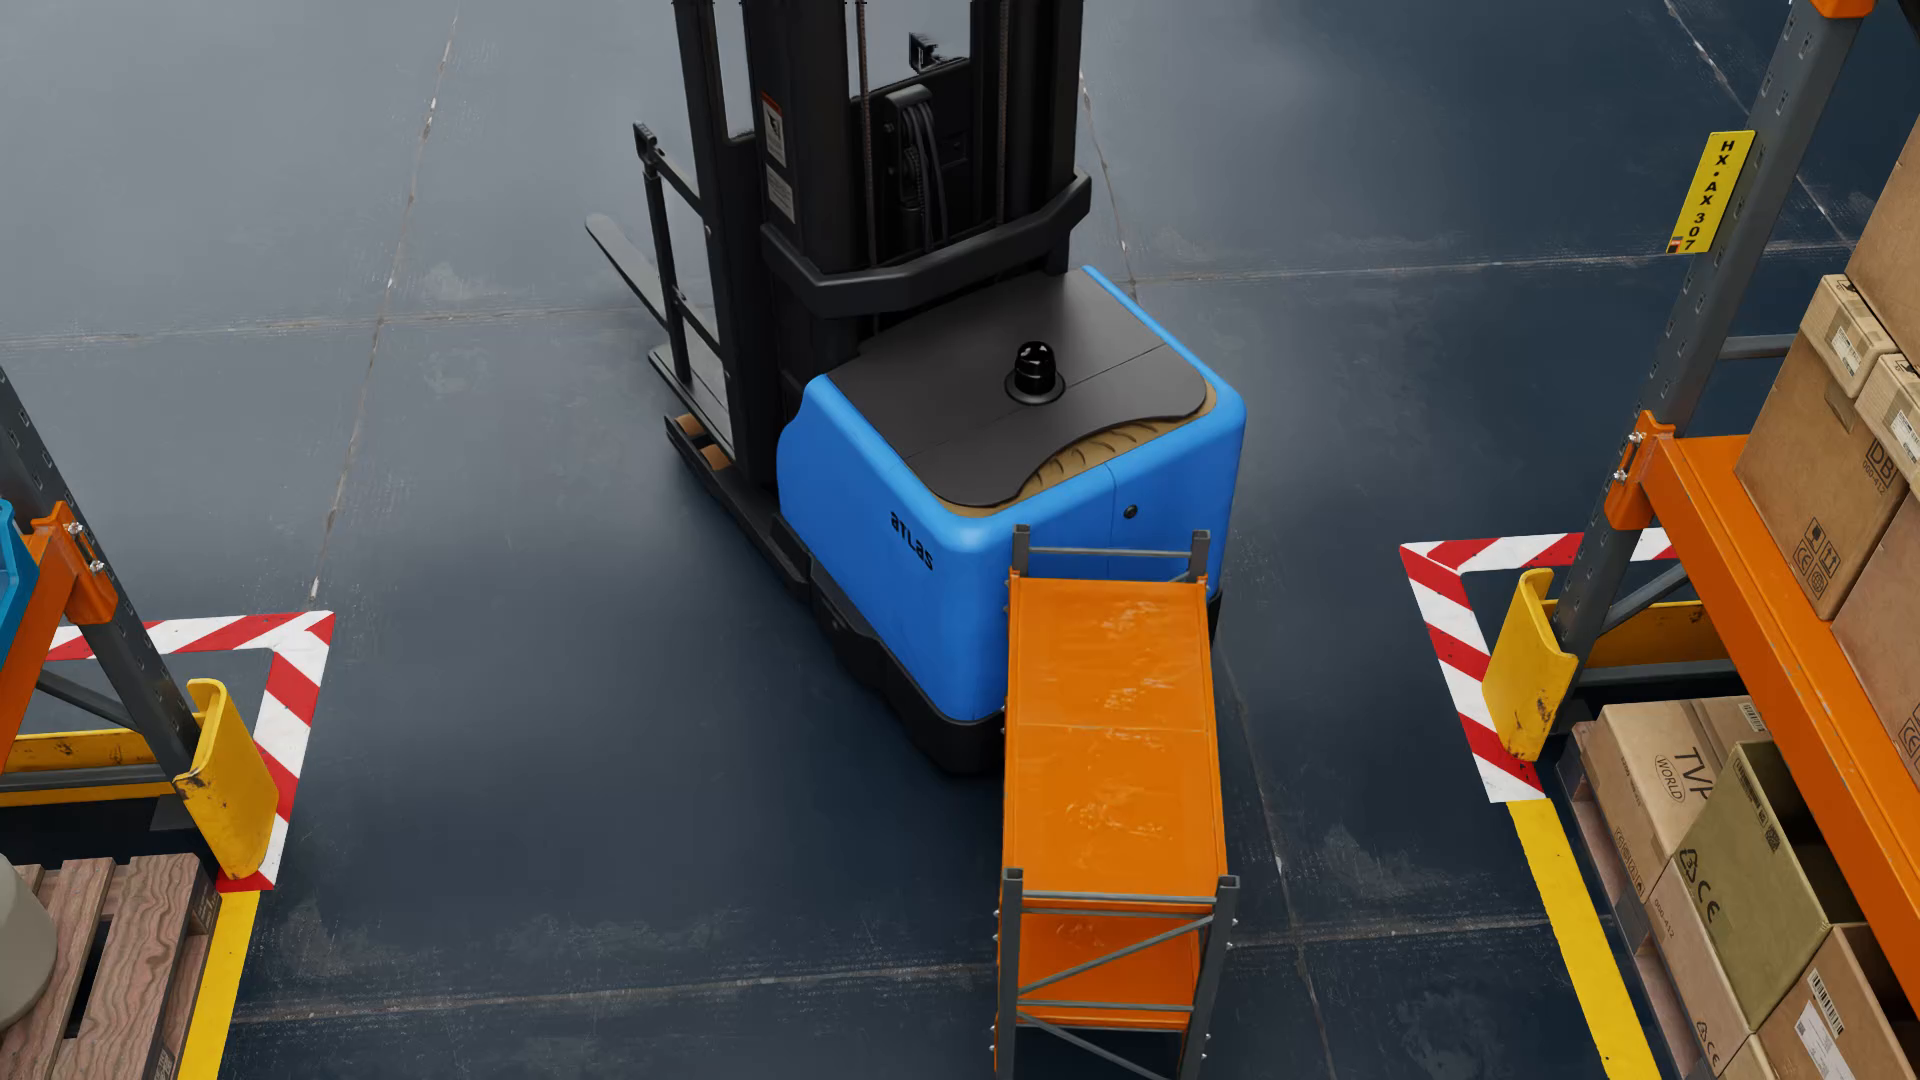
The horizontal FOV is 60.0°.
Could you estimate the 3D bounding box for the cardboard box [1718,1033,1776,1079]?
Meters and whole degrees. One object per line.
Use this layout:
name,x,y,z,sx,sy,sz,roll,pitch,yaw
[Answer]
cardboard box,2.166,1.435,3.929,0.500,0.250,0.500,-3,47,-3

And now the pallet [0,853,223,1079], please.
pallet,-2.565,1.407,4.272,1.003,0.211,1.213,-3,47,-3

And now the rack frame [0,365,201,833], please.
rack frame,-2.680,-0.192,3.866,1.000,3.000,0.127,-3,47,-3

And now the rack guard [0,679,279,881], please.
rack guard,-2.627,0.720,4.724,1.175,0.500,0.348,-3,47,-3

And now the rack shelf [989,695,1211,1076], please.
rack shelf,0.363,0.902,4.458,0.538,0.278,1.000,2,47,2

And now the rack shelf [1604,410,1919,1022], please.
rack shelf,2.423,1.204,3.039,1.077,0.370,4.000,-3,47,-3

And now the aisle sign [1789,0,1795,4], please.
aisle sign,1.945,-1.413,3.232,0.394,0.787,0.004,-3,47,-3

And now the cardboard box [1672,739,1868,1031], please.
cardboard box,2.123,0.816,3.999,0.500,0.500,0.500,-3,47,-3

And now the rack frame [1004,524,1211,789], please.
rack frame,0.385,0.365,4.630,0.500,1.125,0.032,2,47,2

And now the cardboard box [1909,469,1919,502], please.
cardboard box,2.118,-0.080,3.244,0.380,0.149,0.250,-3,47,-3

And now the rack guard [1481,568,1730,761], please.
rack guard,2.254,0.352,5.073,1.175,0.500,0.348,-3,47,-3

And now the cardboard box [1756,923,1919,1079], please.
cardboard box,2.178,1.177,3.658,0.500,0.500,0.500,-3,47,-3

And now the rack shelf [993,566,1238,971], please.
rack shelf,0.363,0.532,4.068,0.538,0.278,1.000,2,47,2

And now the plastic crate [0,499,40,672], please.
plastic crate,-2.340,0.203,3.594,0.499,0.251,0.616,-3,47,-3

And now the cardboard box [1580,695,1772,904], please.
cardboard box,2.079,0.712,4.614,0.500,0.250,0.500,-3,47,-3

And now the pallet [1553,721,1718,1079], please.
pallet,2.362,1.019,4.639,1.003,0.211,1.213,-3,47,-3

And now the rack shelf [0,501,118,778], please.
rack shelf,-2.513,1.502,2.757,1.077,0.370,4.000,-3,47,-3

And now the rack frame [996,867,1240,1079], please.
rack frame,0.342,1.102,3.931,0.500,1.125,0.032,2,47,2

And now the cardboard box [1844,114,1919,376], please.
cardboard box,2.287,-0.594,3.284,0.700,0.500,0.500,-3,47,-3

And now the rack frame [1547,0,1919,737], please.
rack frame,2.256,-0.490,4.149,1.000,3.000,0.127,-3,47,-3

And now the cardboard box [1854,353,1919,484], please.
cardboard box,2.099,-0.260,3.415,0.380,0.149,0.250,-5,47,-4

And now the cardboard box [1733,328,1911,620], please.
cardboard box,2.282,-0.186,3.792,0.700,0.500,0.500,-3,47,-3

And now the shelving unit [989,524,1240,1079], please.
shelving unit,0.363,0.733,4.281,0.538,1.125,1.048,2,47,2

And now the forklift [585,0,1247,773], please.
forklift,-0.401,-1.357,5.017,1.130,2.935,3.031,-25,52,-22

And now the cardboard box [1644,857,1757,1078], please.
cardboard box,2.125,1.074,4.272,0.500,0.250,0.500,-3,47,-3

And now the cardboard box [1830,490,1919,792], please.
cardboard box,2.331,0.193,3.432,0.700,0.500,0.500,-2,47,-2

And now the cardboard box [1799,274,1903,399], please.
cardboard box,2.074,-0.451,3.595,0.380,0.149,0.250,-4,47,-4

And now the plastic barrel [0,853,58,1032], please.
plastic barrel,-2.549,0.990,4.170,0.421,0.512,0.421,0,47,0

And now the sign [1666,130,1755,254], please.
sign,1.702,-0.786,3.778,0.100,0.325,0.005,-3,47,-3
